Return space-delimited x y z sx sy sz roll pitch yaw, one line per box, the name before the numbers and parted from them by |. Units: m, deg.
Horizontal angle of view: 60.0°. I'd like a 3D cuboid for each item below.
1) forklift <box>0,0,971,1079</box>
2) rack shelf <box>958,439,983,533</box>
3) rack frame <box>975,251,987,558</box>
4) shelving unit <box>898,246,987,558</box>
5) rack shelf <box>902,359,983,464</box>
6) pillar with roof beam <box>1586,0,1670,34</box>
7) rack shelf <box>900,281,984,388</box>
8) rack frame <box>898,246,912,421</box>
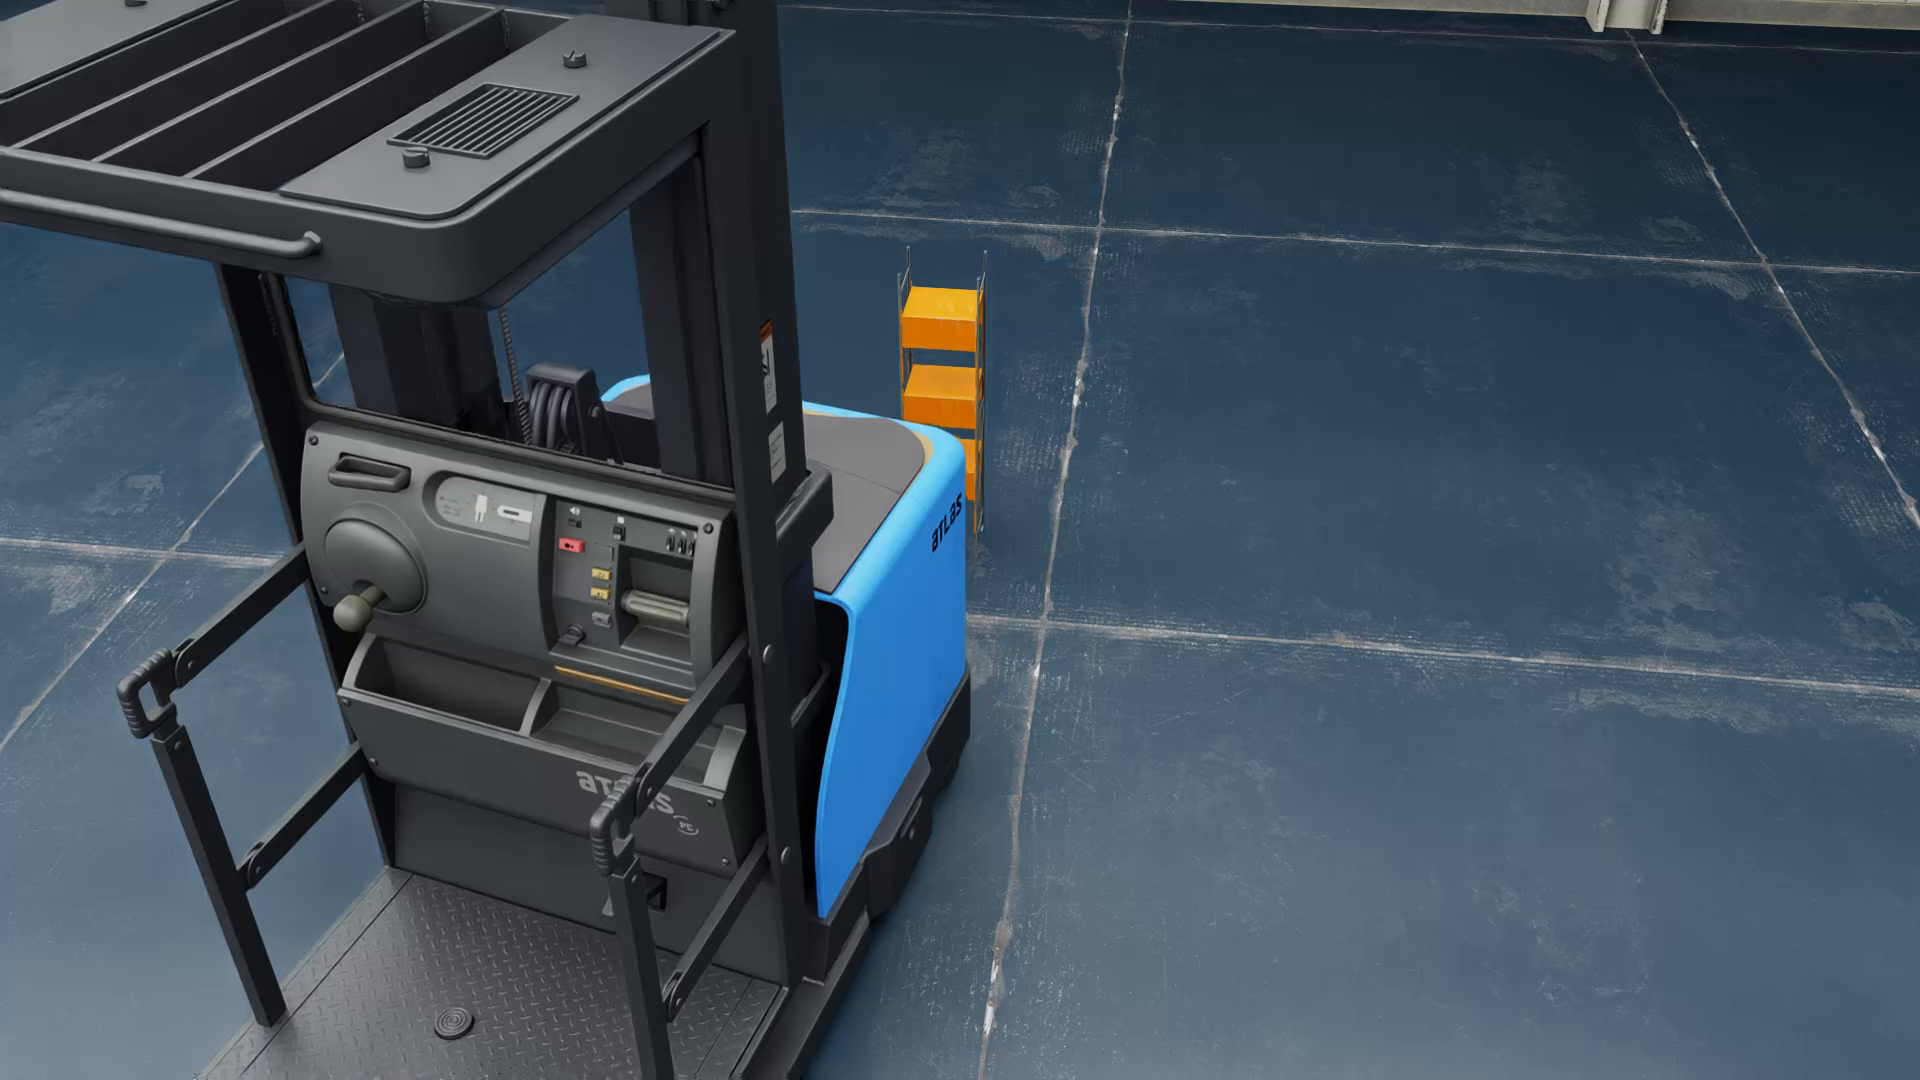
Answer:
forklift | -0.958 0.105 3.080 1.130 2.935 3.031 12 37 16
rack shelf | -0.053 -0.196 5.618 0.240 0.259 0.215 4 36 6
rack frame | 0.068 -0.422 5.438 0.008 1.050 0.200 4 36 6
shelving unit | -0.053 -0.431 5.451 0.252 1.050 0.215 4 36 6
rack shelf | -0.053 -0.423 5.457 0.240 0.259 0.215 4 36 6
pillar with roof beam | 3.503 -4.334 4.077 0.400 9.000 9.100 4 36 6
rack shelf | -0.053 -0.654 5.292 0.240 0.259 0.215 4 36 6
rack frame | -0.174 -0.440 5.463 0.008 1.050 0.200 4 36 6
